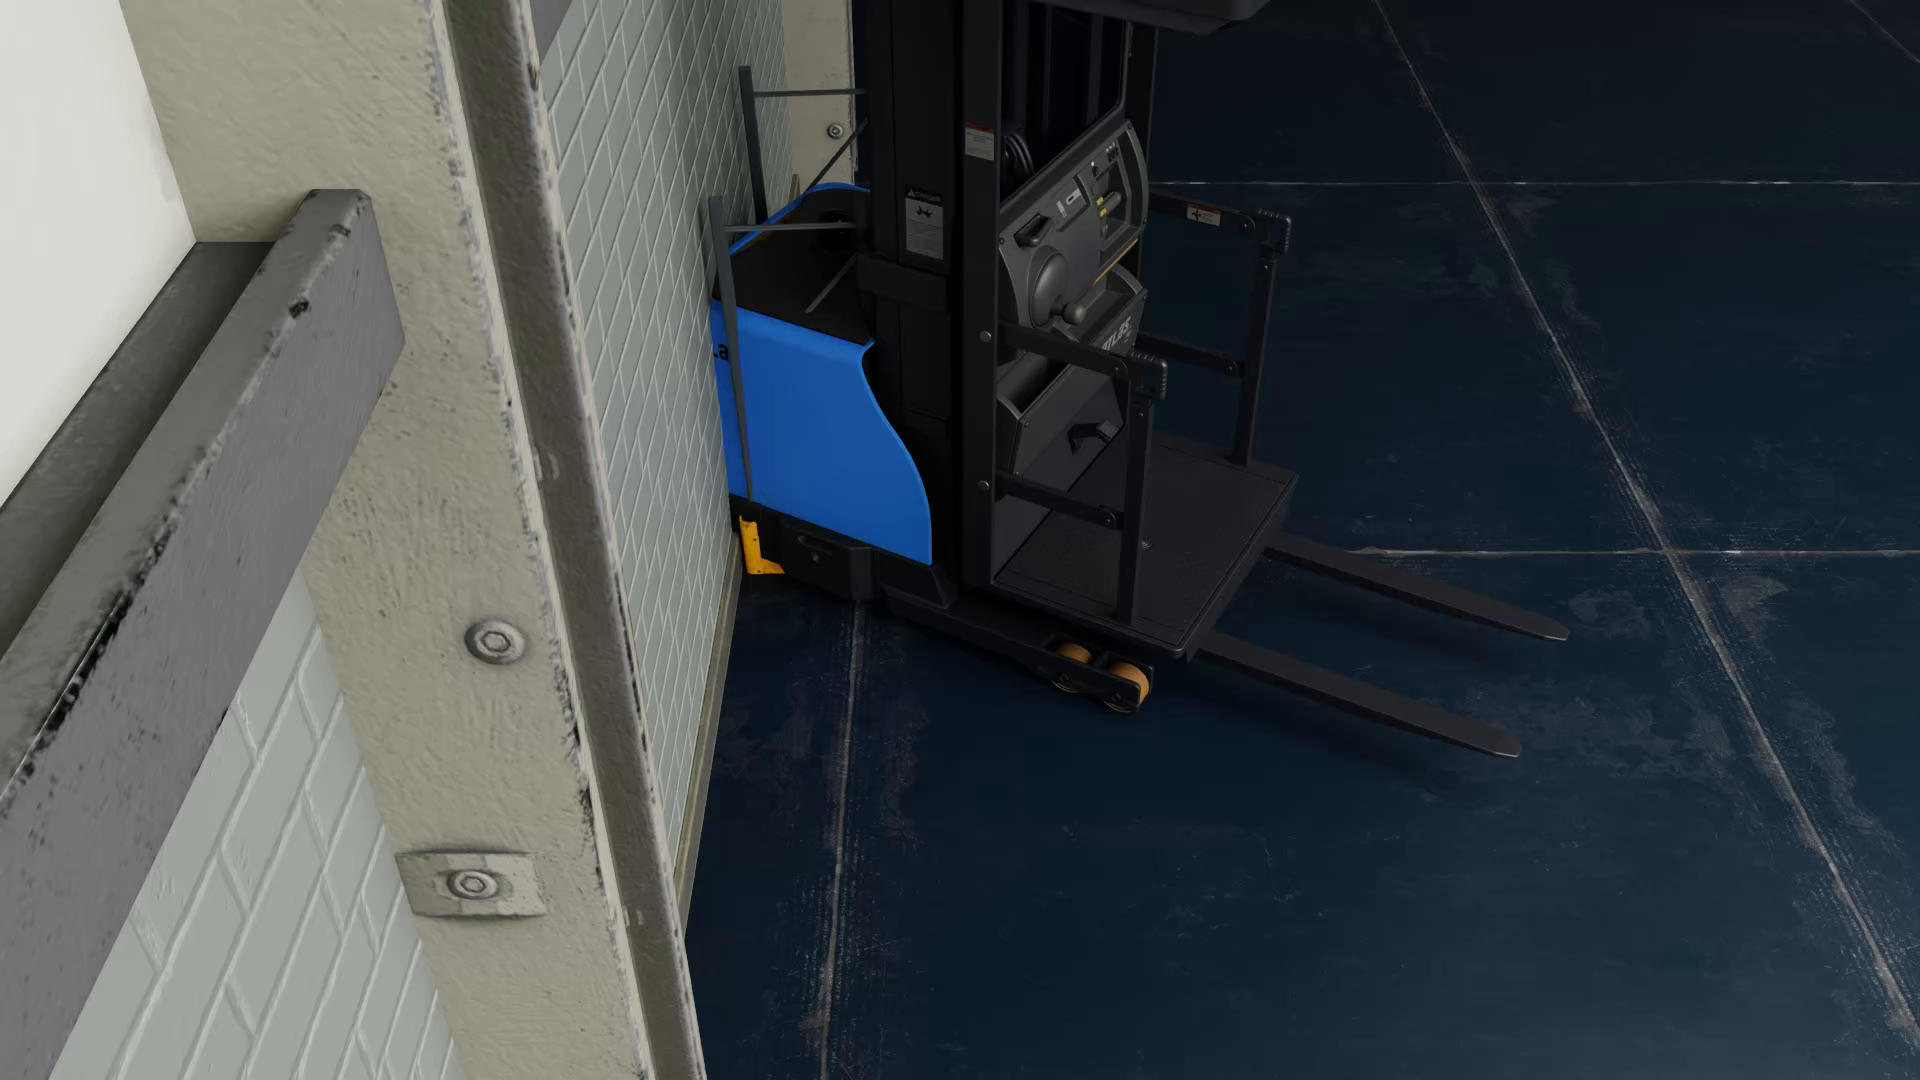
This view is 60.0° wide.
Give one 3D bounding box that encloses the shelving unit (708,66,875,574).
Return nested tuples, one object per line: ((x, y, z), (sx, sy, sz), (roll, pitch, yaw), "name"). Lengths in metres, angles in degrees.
((-0.519, -0.800, 6.050), (0.587, 1.500, 1.083), (-2, 39, 1), "shelving unit")

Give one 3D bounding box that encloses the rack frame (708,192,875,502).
((-0.514, -0.487, 5.660), (0.500, 1.500, 0.032), (-2, 39, 1), "rack frame")

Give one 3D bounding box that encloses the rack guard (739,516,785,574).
((-0.495, -0.001, 6.052), (0.587, 0.250, 0.087), (-2, 39, 1), "rack guard")

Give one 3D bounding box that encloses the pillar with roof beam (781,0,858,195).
((3.619, -5.343, 5.722), (9.100, 9.000, 0.400), (0, 39, 0), "pillar with roof beam")

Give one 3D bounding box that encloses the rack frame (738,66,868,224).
((-0.525, -1.123, 6.453), (0.500, 1.500, 0.032), (-2, 39, 1), "rack frame")

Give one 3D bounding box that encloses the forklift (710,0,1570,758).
((0.543, -0.953, 5.095), (3.031, 2.935, 1.130), (19, 43, 22), "forklift")
